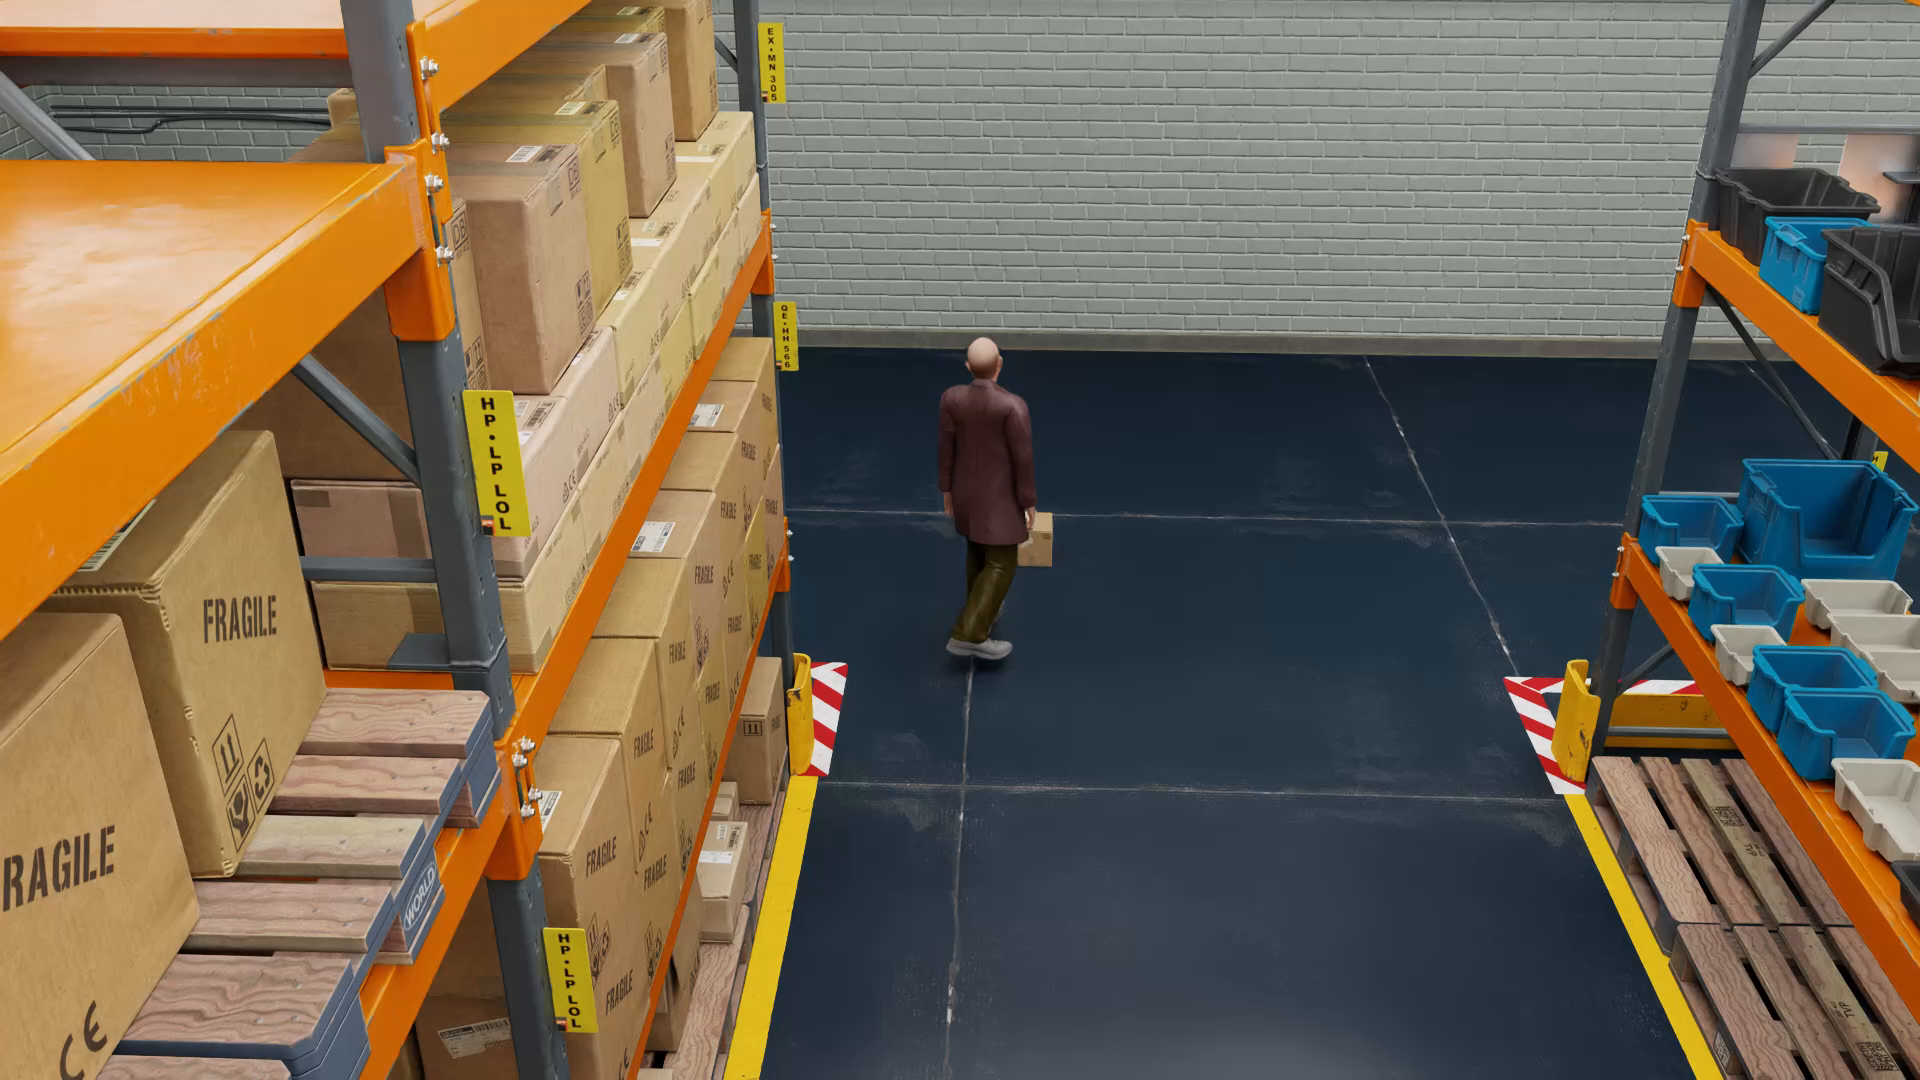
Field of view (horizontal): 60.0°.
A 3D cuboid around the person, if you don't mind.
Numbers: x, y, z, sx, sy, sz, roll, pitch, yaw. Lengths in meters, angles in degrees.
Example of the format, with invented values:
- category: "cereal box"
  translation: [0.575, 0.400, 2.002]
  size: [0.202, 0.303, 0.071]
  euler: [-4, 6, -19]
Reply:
- category: "person"
  translation: [0.119, -0.212, 9.029]
  size: [0.612, 1.773, 0.748]
  euler: [18, 33, 31]
